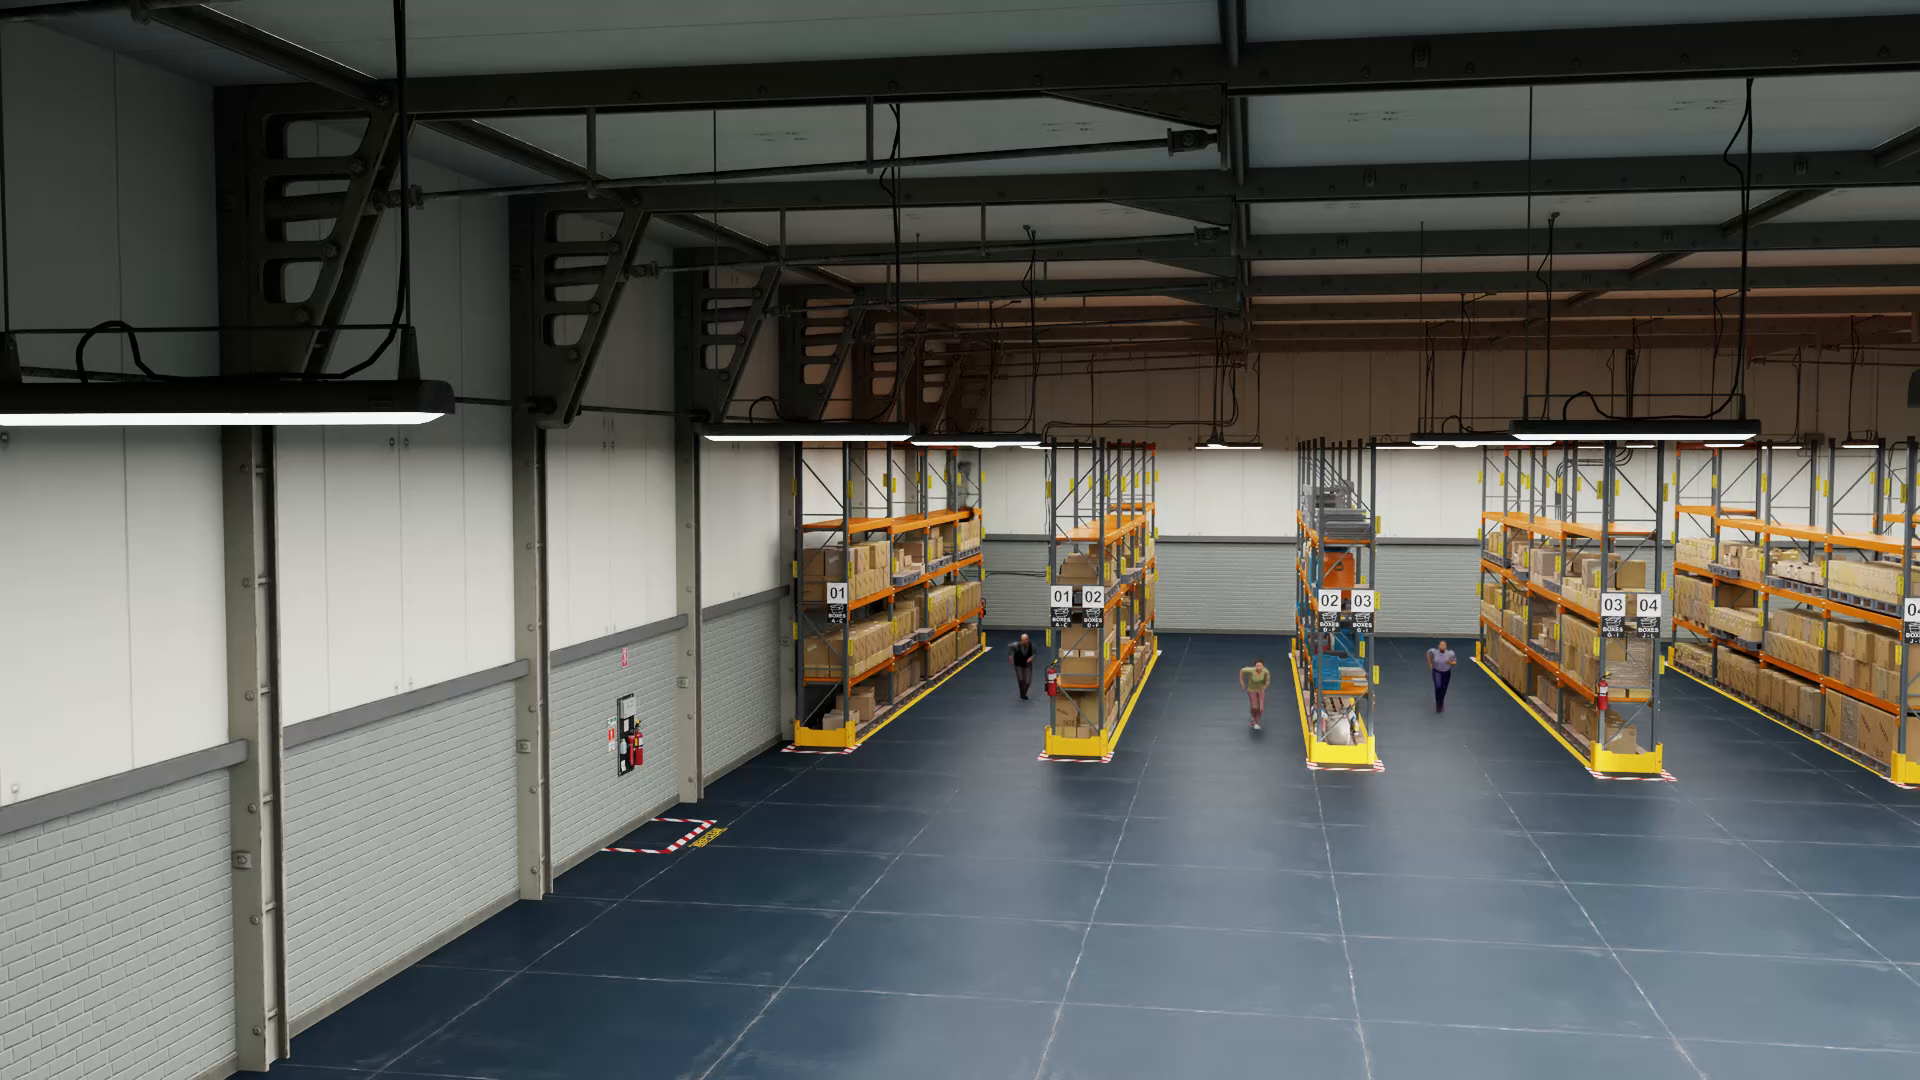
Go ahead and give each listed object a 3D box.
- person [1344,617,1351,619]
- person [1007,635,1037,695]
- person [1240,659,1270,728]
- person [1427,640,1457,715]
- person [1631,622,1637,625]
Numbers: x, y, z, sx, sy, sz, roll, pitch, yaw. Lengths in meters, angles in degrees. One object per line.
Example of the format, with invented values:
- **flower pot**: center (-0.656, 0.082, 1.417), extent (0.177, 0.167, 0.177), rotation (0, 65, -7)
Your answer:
- **person**: center (11.028, 2.302, 46.764), extent (0.694, 1.664, 0.805), rotation (-2, 3, -30)
- **person**: center (1.426, 2.888, 38.287), extent (0.685, 1.479, 0.860), rotation (0, 3, -2)
- **person**: center (6.071, 3.162, 34.239), extent (0.606, 1.503, 0.803), rotation (0, 3, 0)
- **person**: center (10.575, 2.993, 36.530), extent (0.598, 1.646, 0.896), rotation (0, 3, 7)
- **person**: center (17.730, 2.550, 43.756), extent (0.638, 1.702, 0.661), rotation (1, 3, 17)
